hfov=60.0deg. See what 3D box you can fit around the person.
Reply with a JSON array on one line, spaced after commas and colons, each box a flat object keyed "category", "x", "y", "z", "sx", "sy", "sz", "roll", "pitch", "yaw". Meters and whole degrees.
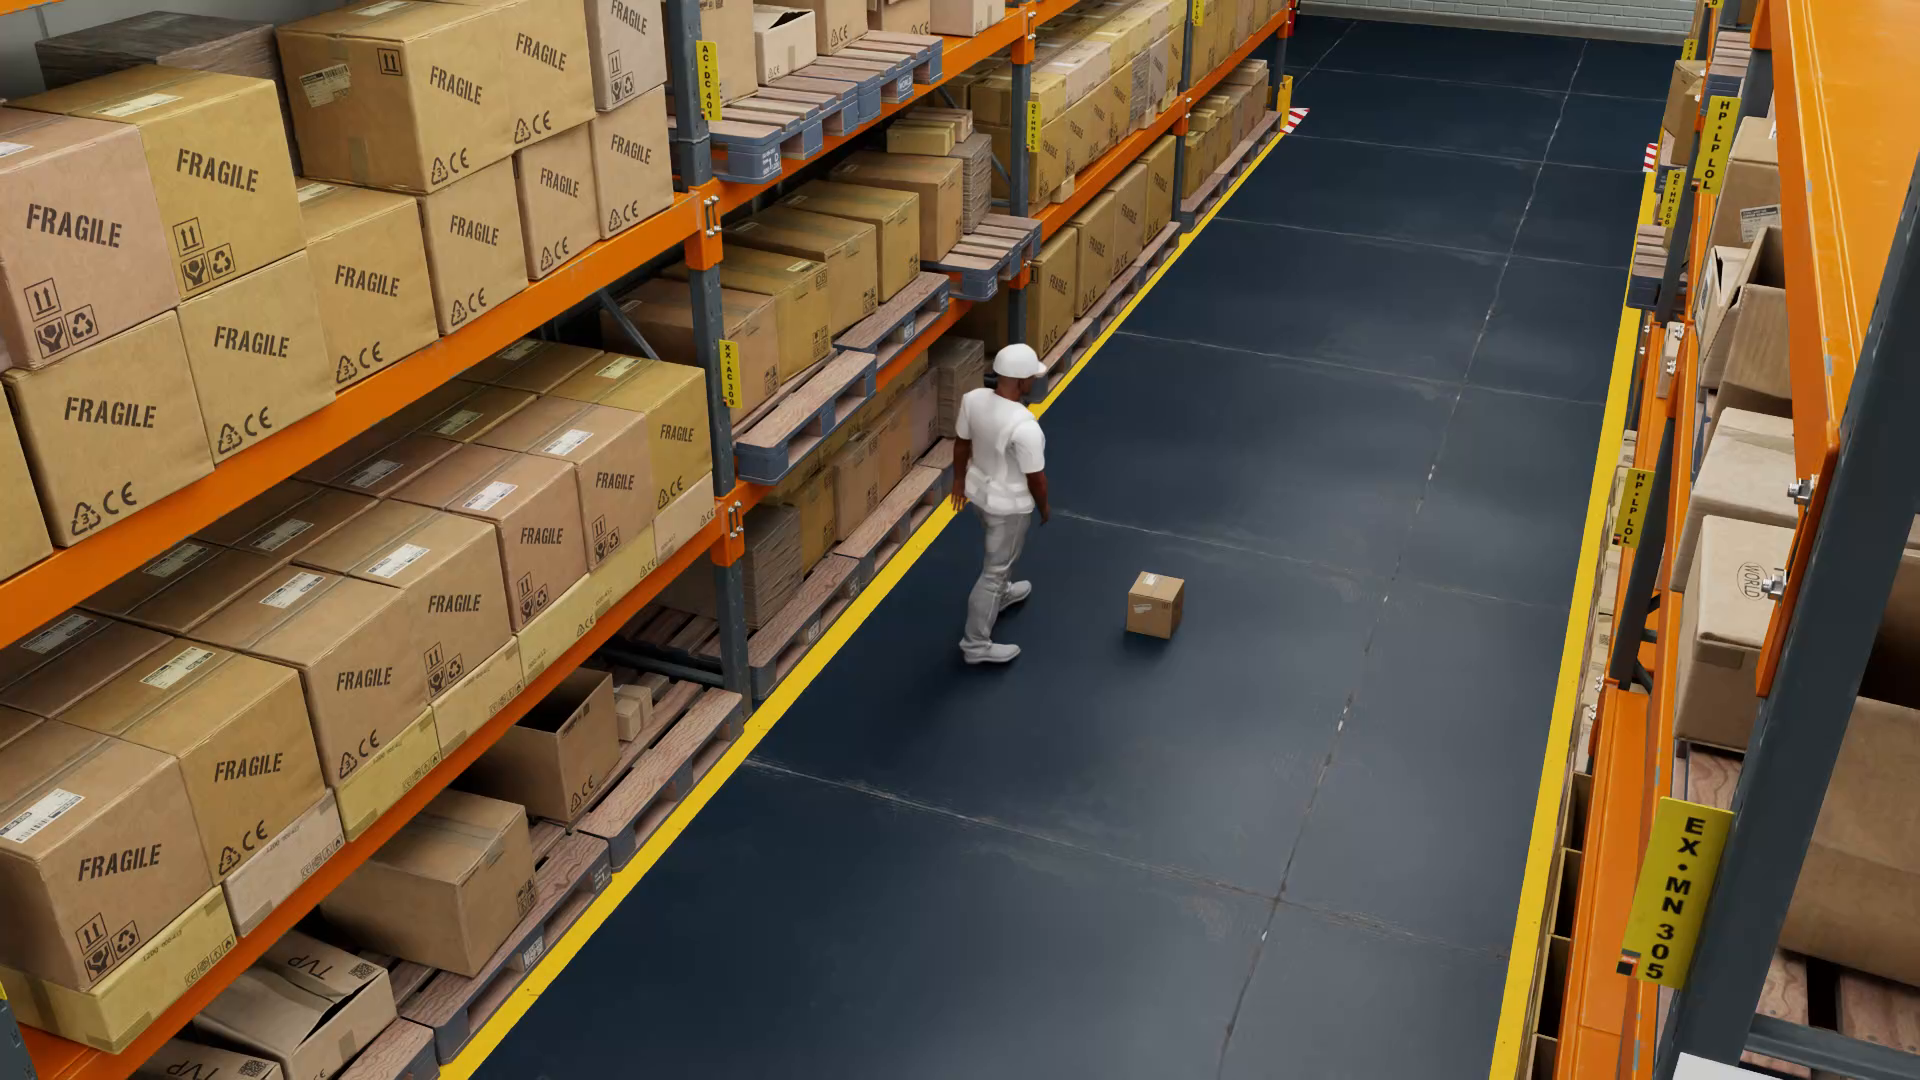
[{"category": "person", "x": 0.241, "y": -0.246, "z": 8.794, "sx": 0.708, "sy": 1.741, "sz": 0.667, "roll": -16, "pitch": 33, "yaw": -26}]
